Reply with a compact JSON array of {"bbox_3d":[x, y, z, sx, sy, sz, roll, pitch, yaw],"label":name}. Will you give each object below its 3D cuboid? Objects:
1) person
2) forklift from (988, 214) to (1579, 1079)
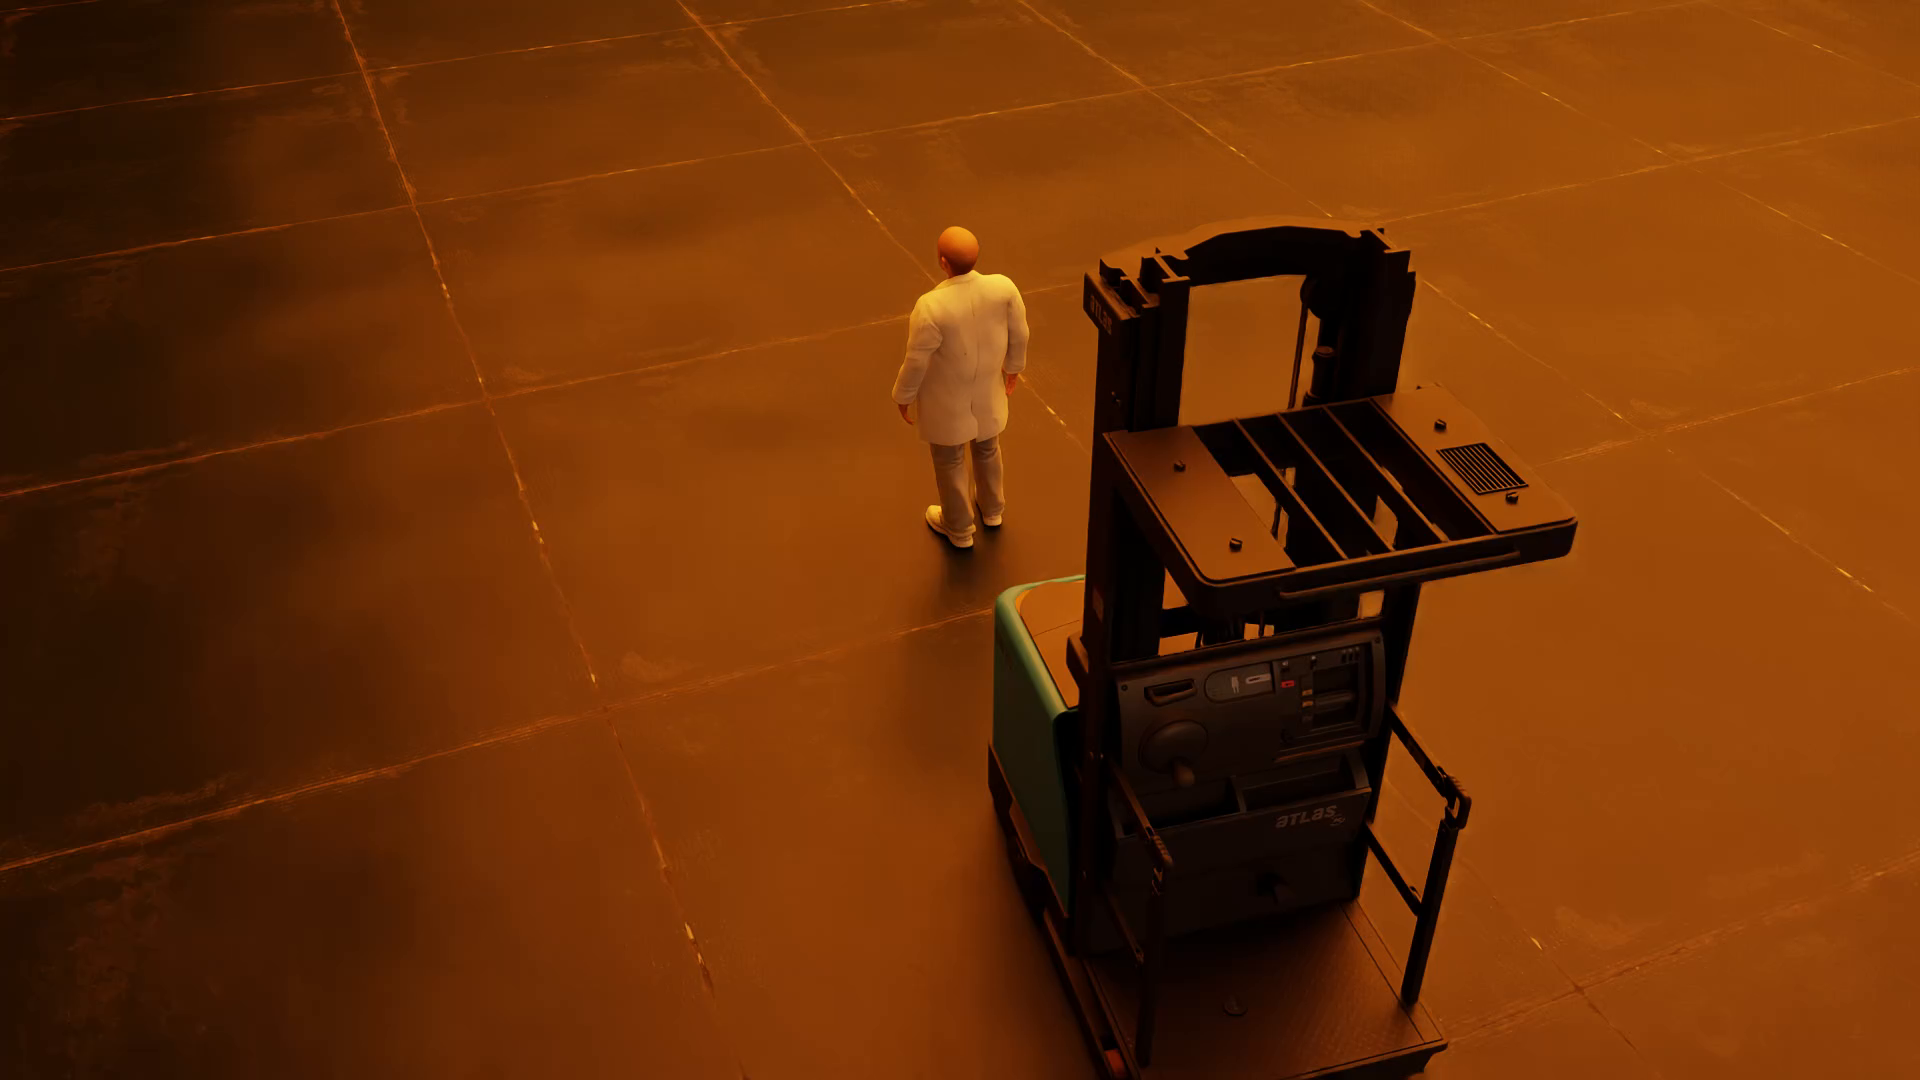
[{"bbox_3d":[-0.031,-0.780,8.178,0.696,1.776,0.581,-14,38,-19],"label":"person"},{"bbox_3d":[1.011,0.616,5.233,1.130,2.935,3.031,-9,36,-13],"label":"forklift"}]
